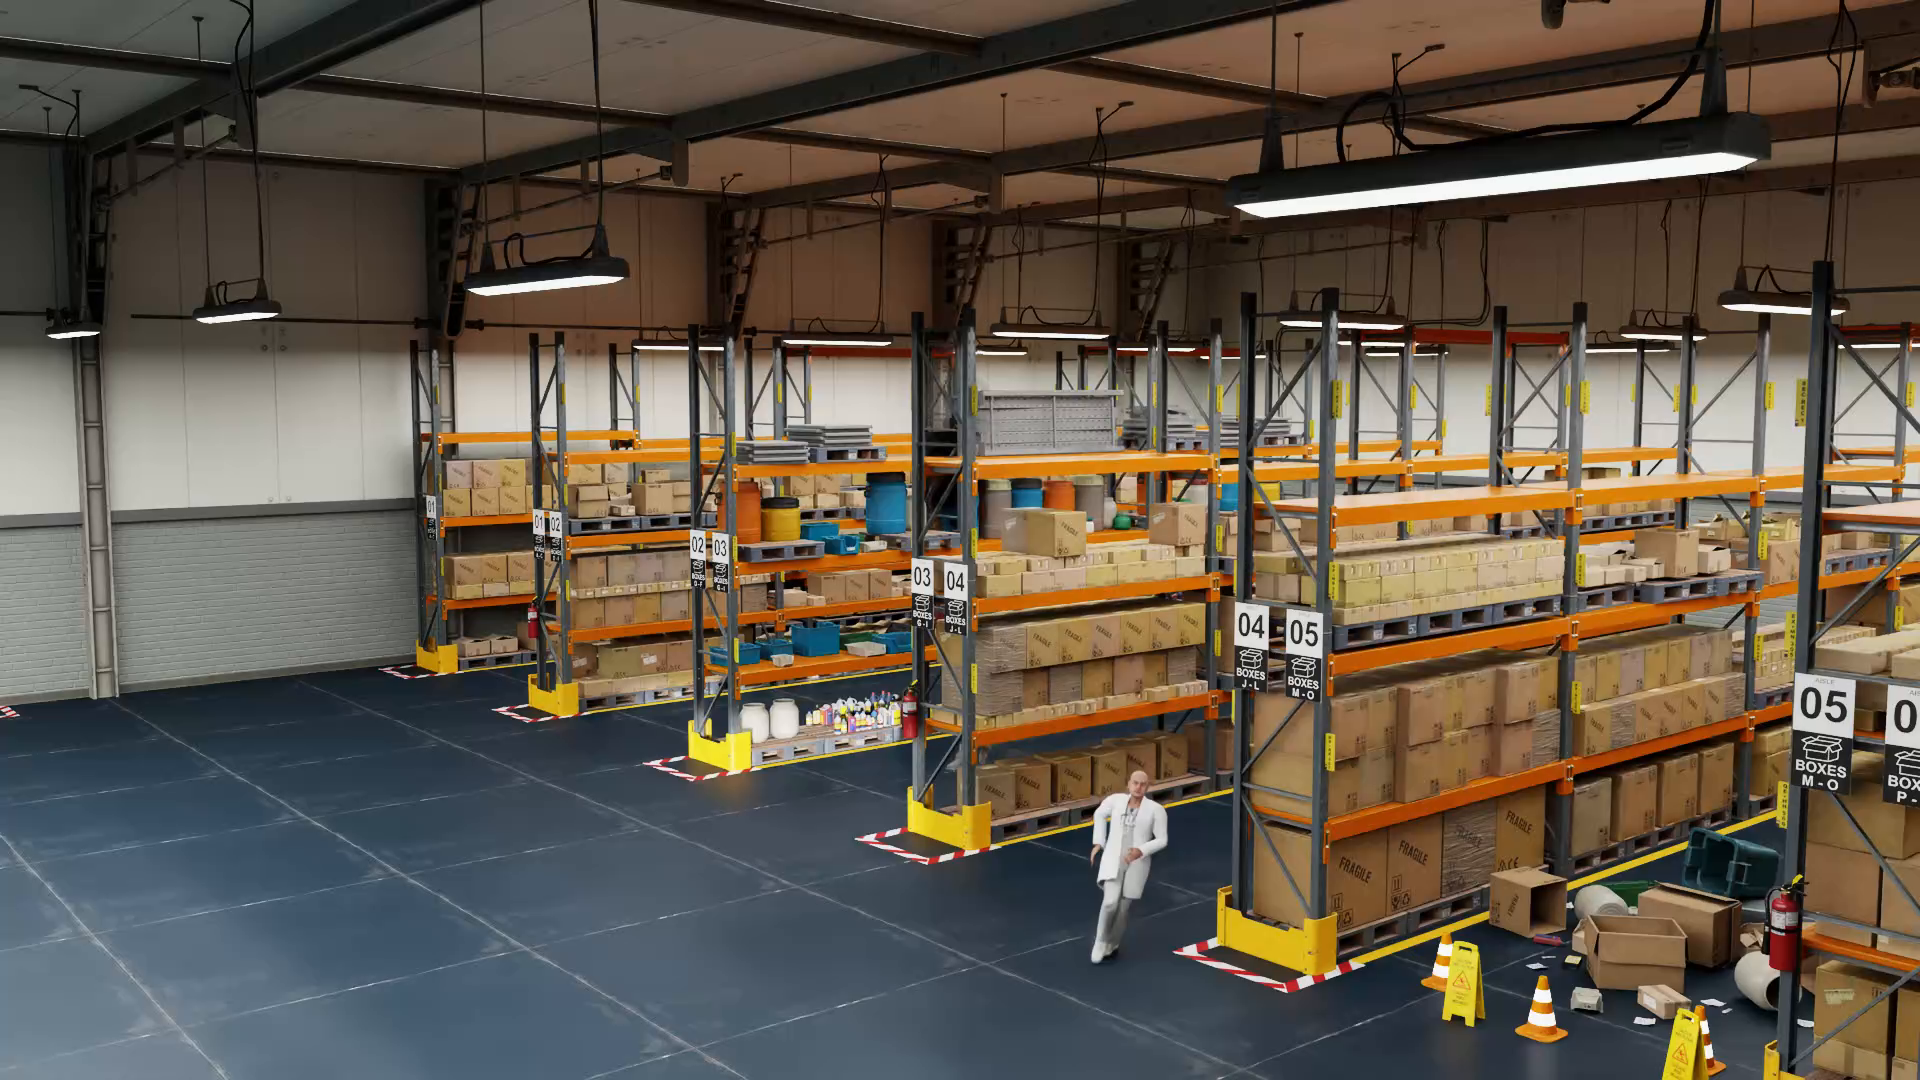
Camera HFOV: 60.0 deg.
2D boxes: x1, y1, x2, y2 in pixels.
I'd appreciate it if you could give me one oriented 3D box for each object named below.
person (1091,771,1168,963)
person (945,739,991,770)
[{"bbox_3d":[1.505,2.917,14.857,0.695,1.712,0.684,1,5,10],"label":"person"},{"bbox_3d":[0.119,2.060,21.154,0.617,1.723,0.876,5,7,43],"label":"person"}]
